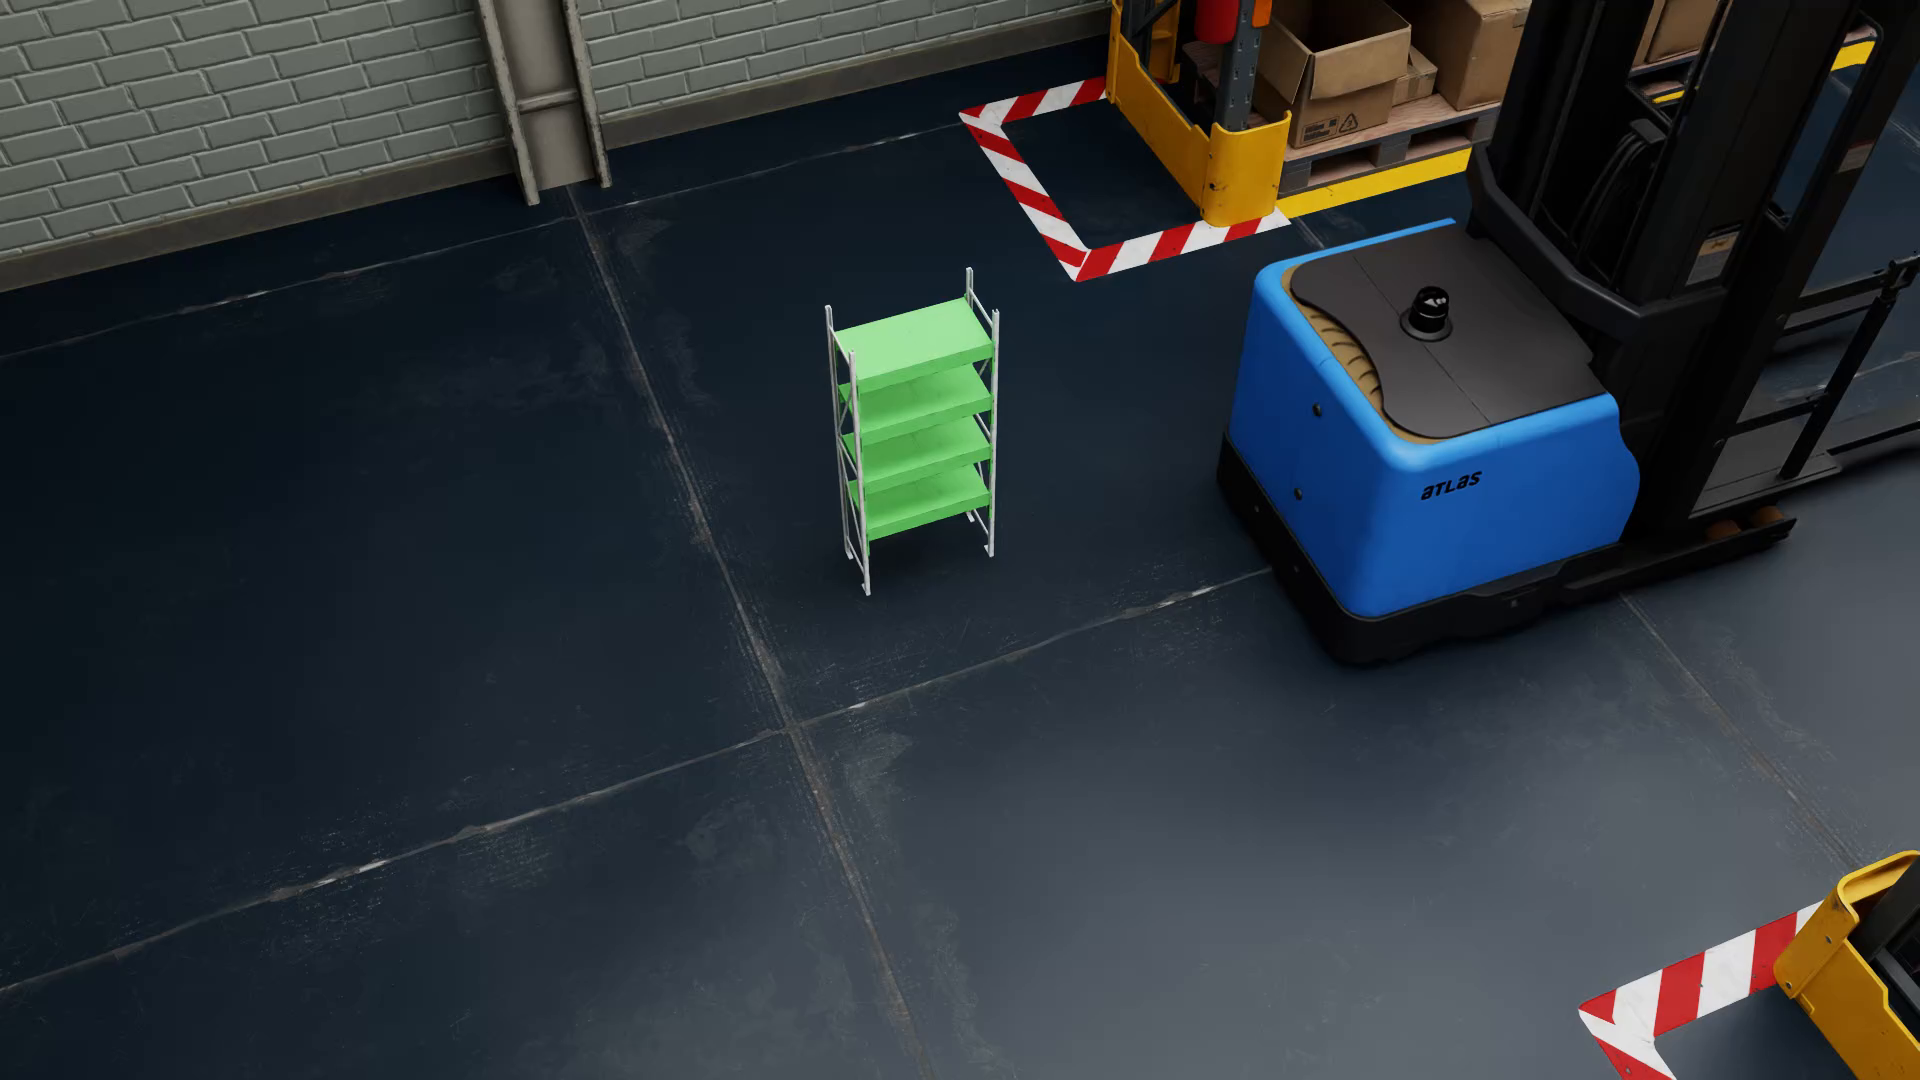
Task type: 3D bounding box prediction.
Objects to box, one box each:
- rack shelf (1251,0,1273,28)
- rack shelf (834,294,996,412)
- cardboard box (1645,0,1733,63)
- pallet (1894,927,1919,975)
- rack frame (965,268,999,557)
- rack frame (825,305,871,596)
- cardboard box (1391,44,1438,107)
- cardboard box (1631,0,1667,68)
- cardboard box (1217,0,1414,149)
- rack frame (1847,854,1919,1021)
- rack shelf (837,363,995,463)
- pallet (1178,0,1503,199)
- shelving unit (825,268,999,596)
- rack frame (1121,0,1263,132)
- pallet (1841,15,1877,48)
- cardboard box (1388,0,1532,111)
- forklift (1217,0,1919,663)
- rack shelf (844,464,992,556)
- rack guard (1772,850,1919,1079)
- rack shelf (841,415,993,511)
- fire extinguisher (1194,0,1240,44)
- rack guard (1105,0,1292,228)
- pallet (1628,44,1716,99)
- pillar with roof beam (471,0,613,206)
[{"bbox_3d":[2.850,-3.139,7.443,4.000,0.370,1.077,-17,52,-14],"label":"rack shelf"},{"bbox_3d":[-0.153,-0.614,5.438,0.480,0.148,0.258,-17,52,-14],"label":"rack shelf"},{"bbox_3d":[3.368,-2.747,8.003,0.500,0.500,0.700,-19,52,-16],"label":"cardboard box"},{"bbox_3d":[3.590,1.309,4.986,1.213,0.211,1.003,-17,52,-14],"label":"pallet"},{"bbox_3d":[0.073,-0.413,5.814,0.015,1.200,0.240,-17,52,-14],"label":"rack frame"},{"bbox_3d":[-0.379,-0.273,5.694,0.015,1.200,0.240,-17,52,-14],"label":"rack frame"},{"bbox_3d":[2.009,-2.211,7.774,0.250,0.149,0.380,-19,52,-16],"label":"cardboard box"},{"bbox_3d":[2.934,-2.530,7.817,0.500,0.500,0.500,-16,51,-14],"label":"cardboard box"},{"bbox_3d":[1.601,-2.232,7.558,0.637,0.503,0.797,-19,52,-16],"label":"cardboard box"},{"bbox_3d":[2.879,0.685,3.684,0.127,3.000,1.000,-17,52,-14],"label":"rack frame"},{"bbox_3d":[-0.153,-0.458,5.620,0.480,0.148,0.258,-17,52,-14],"label":"rack shelf"},{"bbox_3d":[1.807,-2.142,7.951,1.213,0.211,1.003,-17,52,-14],"label":"pallet"},{"bbox_3d":[-0.153,-0.343,5.754,0.503,1.200,0.258,-17,52,-14],"label":"shelving unit"},{"bbox_3d":[0.999,-2.800,6.677,0.127,3.000,1.000,-17,52,-14],"label":"rack frame"},{"bbox_3d":[4.066,-2.842,8.552,1.213,0.211,1.003,-17,52,-14],"label":"pallet"},{"bbox_3d":[2.407,-2.449,7.747,0.500,0.500,0.700,-15,51,-13],"label":"cardboard box"},{"bbox_3d":[2.555,-1.232,5.376,3.031,2.935,1.130,-16,51,-13],"label":"forklift"},{"bbox_3d":[-0.153,-0.145,5.985,0.480,0.148,0.258,-17,52,-14],"label":"rack shelf"},{"bbox_3d":[2.857,1.506,4.627,0.348,0.500,1.175,-17,52,-14],"label":"rack guard"},{"bbox_3d":[-0.153,-0.302,5.802,0.480,0.148,0.258,-17,52,-14],"label":"rack shelf"},{"bbox_3d":[1.037,-2.286,6.533,0.183,0.674,0.296,-17,52,-14],"label":"fire extinguisher"},{"bbox_3d":[1.069,-2.007,7.644,0.348,0.500,1.175,-17,52,-14],"label":"rack guard"},{"bbox_3d":[2.934,-2.489,8.249,1.213,0.211,1.003,-17,52,-14],"label":"pallet"},{"bbox_3d":[-0.210,-1.590,1.684,0.400,9.000,9.100,-17,52,-14],"label":"pillar with roof beam"}]
